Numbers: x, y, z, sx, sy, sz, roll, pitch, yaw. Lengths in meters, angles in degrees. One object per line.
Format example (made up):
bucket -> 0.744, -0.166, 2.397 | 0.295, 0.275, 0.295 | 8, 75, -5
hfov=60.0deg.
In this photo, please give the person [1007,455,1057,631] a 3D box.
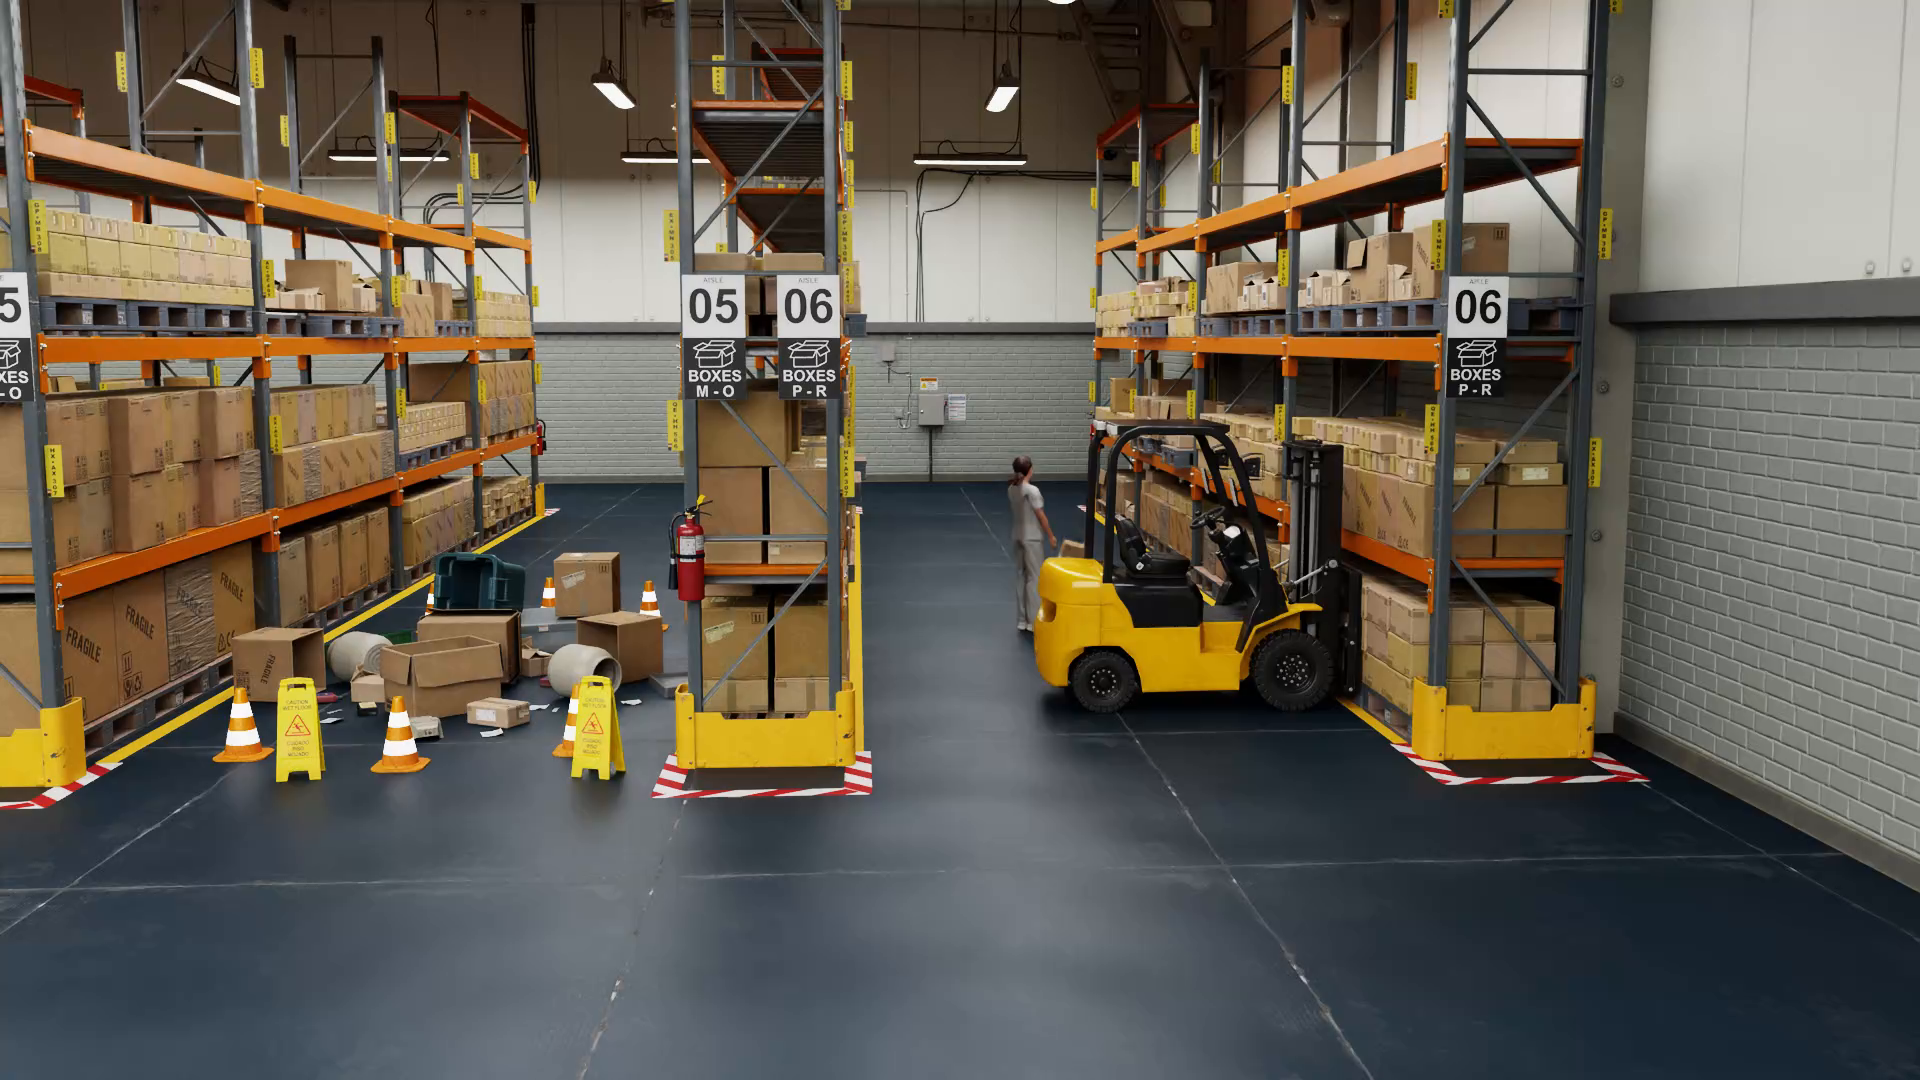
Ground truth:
person -> 0.677, 0.027, 15.951 | 0.441, 1.680, 0.527 | -5, 8, -34
